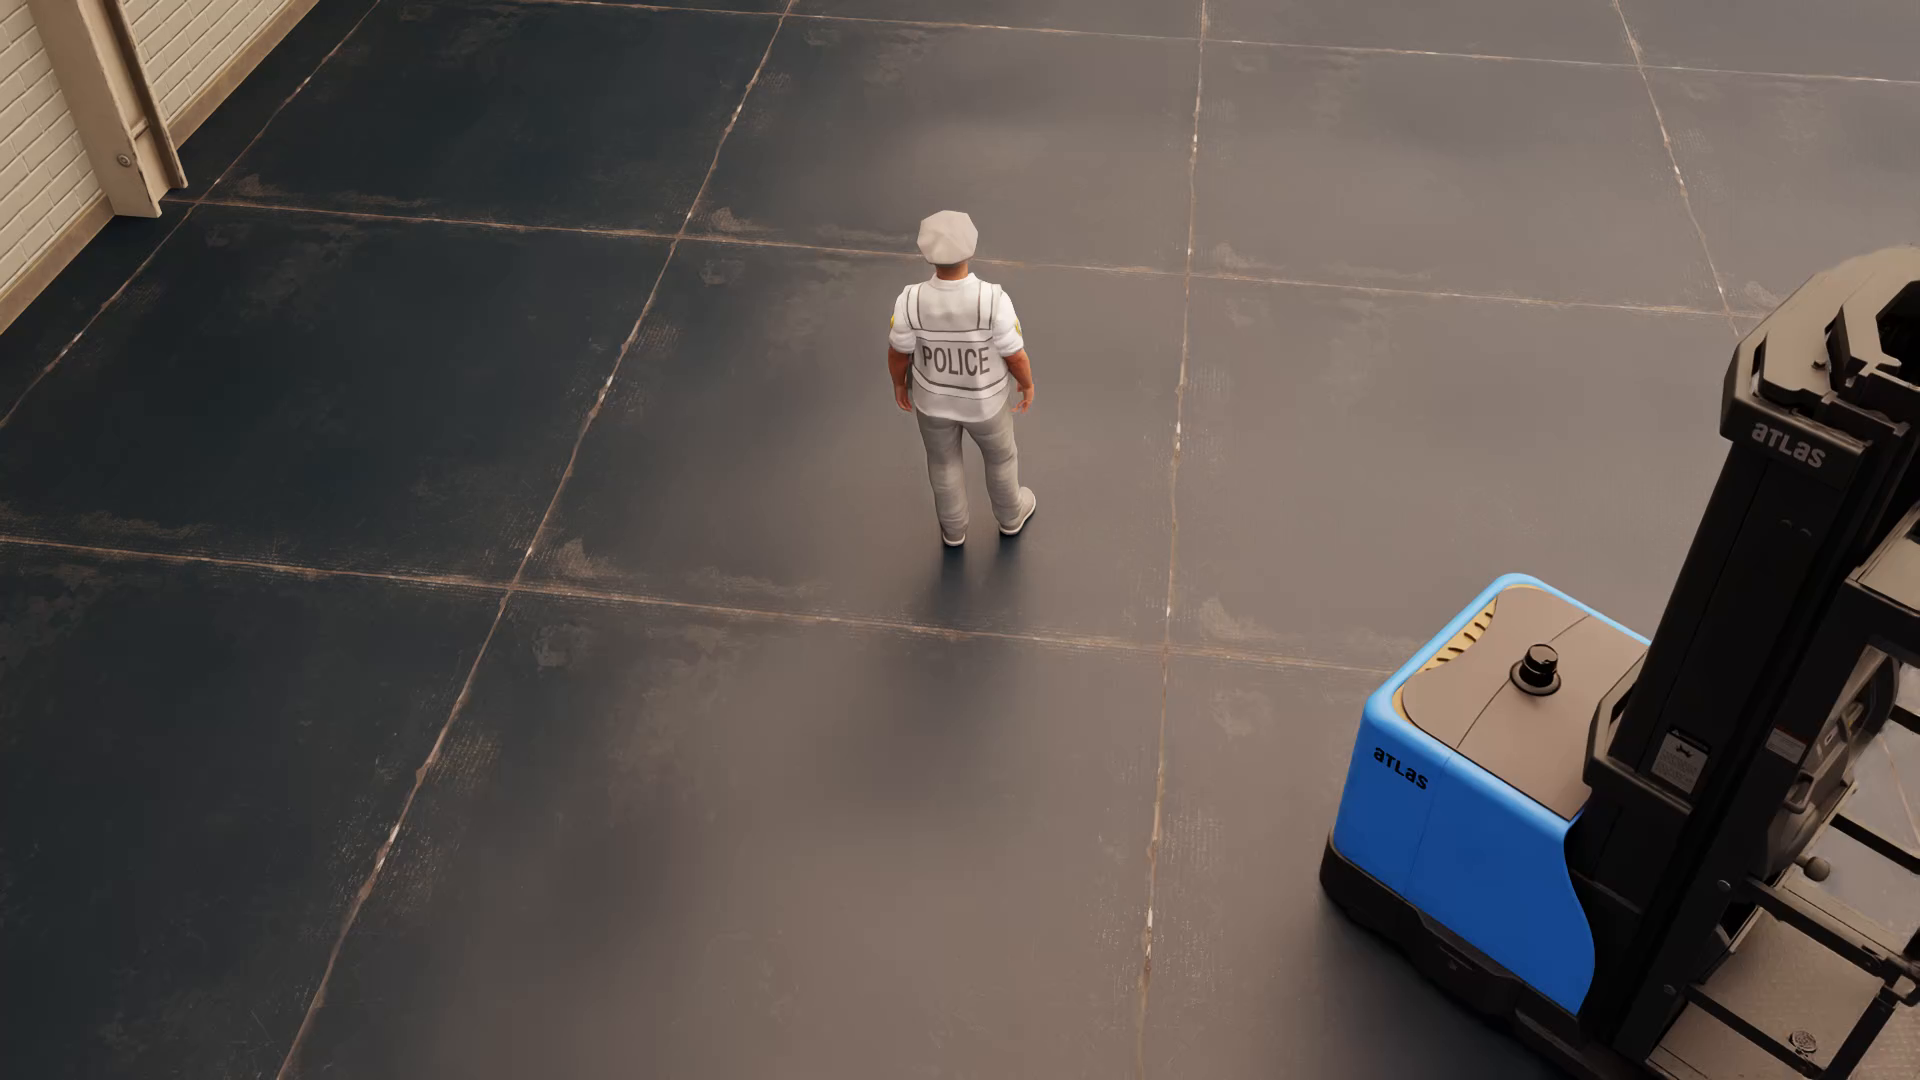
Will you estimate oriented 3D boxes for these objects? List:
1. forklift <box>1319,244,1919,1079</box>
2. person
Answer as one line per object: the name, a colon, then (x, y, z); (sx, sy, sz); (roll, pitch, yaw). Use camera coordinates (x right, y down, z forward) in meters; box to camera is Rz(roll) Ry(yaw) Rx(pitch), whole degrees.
forklift: (2.780, 0.741, 4.918); (3.031, 2.935, 1.130); (34, 52, 31)
person: (0.022, -0.712, 7.339); (0.640, 1.781, 0.575); (5, 43, 6)
